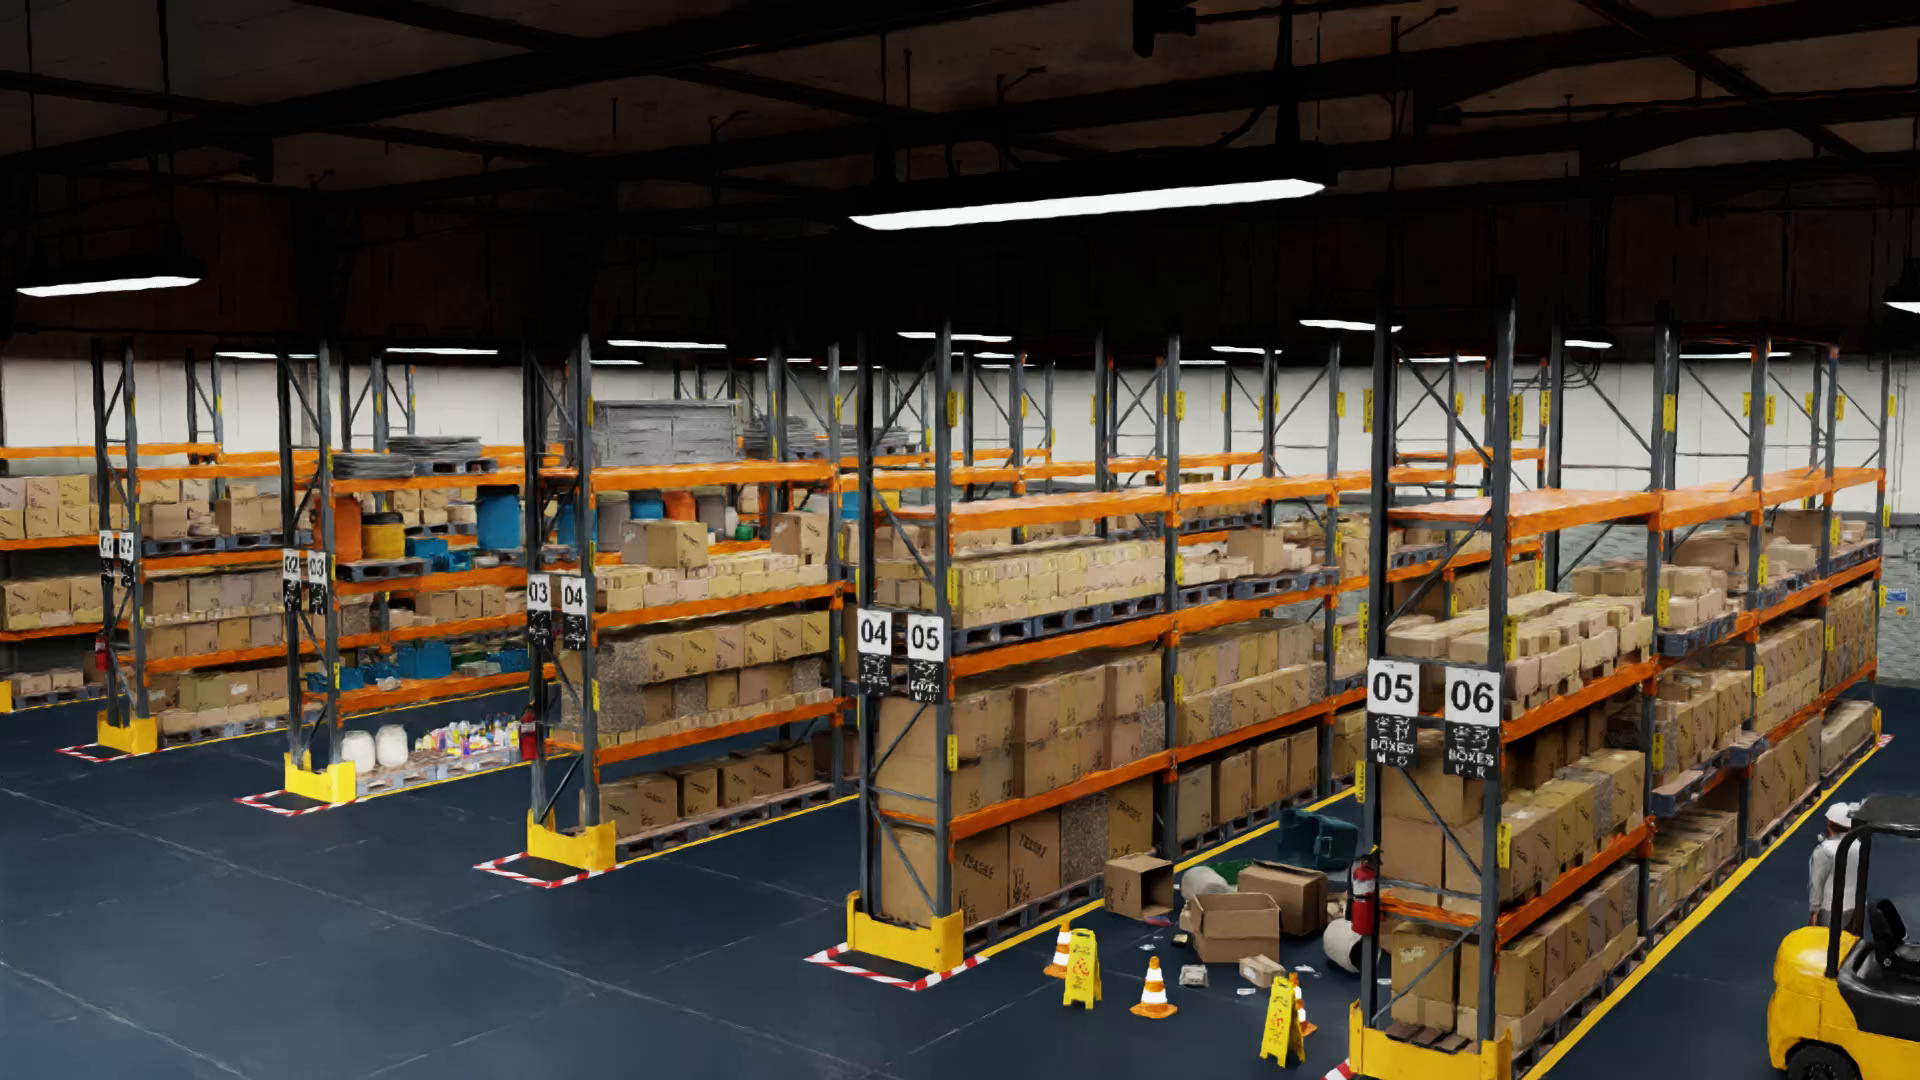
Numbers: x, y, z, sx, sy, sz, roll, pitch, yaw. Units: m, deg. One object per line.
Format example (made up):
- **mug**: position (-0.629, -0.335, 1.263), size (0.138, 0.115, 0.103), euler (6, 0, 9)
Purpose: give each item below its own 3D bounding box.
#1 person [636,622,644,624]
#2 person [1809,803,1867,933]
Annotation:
- **person**: position (-5.412, 1.822, 28.852), size (0.553, 1.673, 1.030), euler (4, 6, 36)
- **person**: position (7.263, 3.063, 13.888), size (0.578, 1.772, 0.494), euler (-2, 5, -23)
